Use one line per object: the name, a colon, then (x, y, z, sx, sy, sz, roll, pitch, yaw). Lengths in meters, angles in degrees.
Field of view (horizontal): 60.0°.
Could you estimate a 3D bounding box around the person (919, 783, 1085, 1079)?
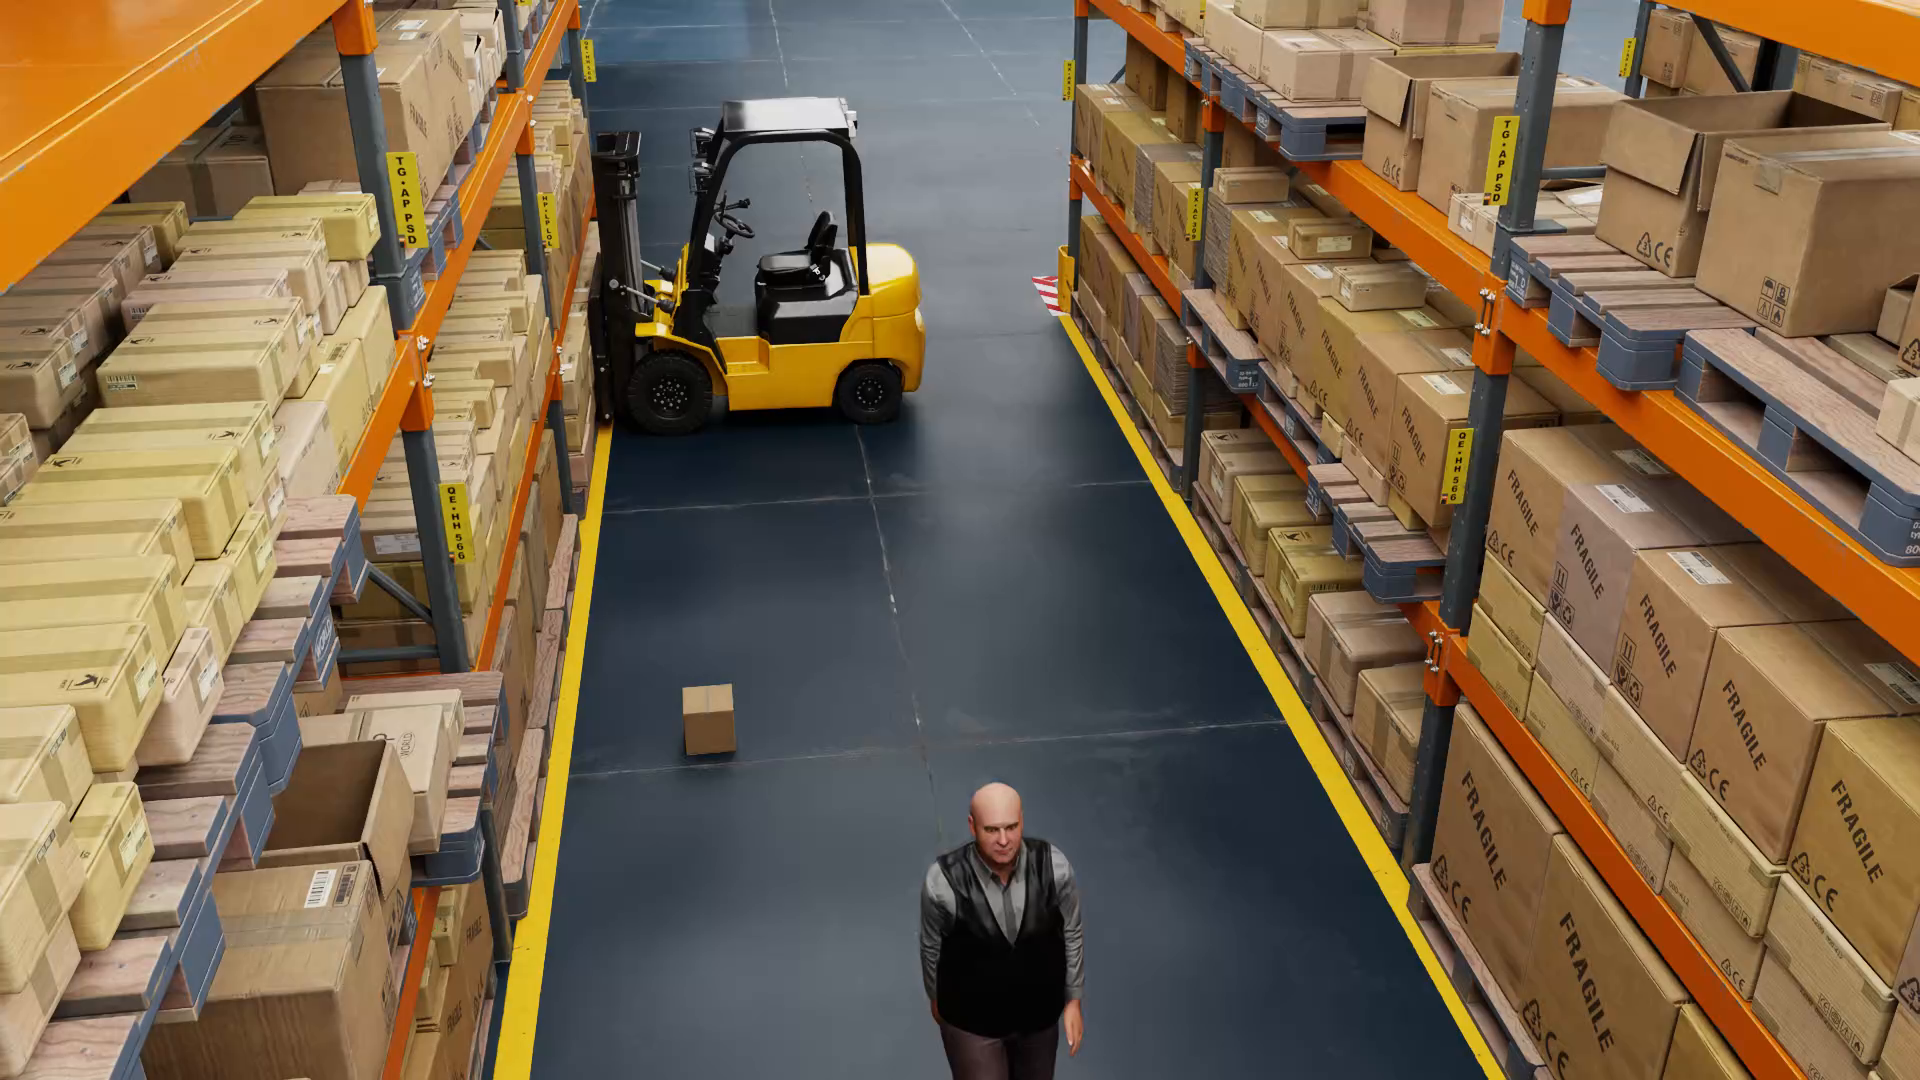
person: (0.147, 1.588, 5.611, 0.535, 1.611, 0.913, -7, 28, -14)
